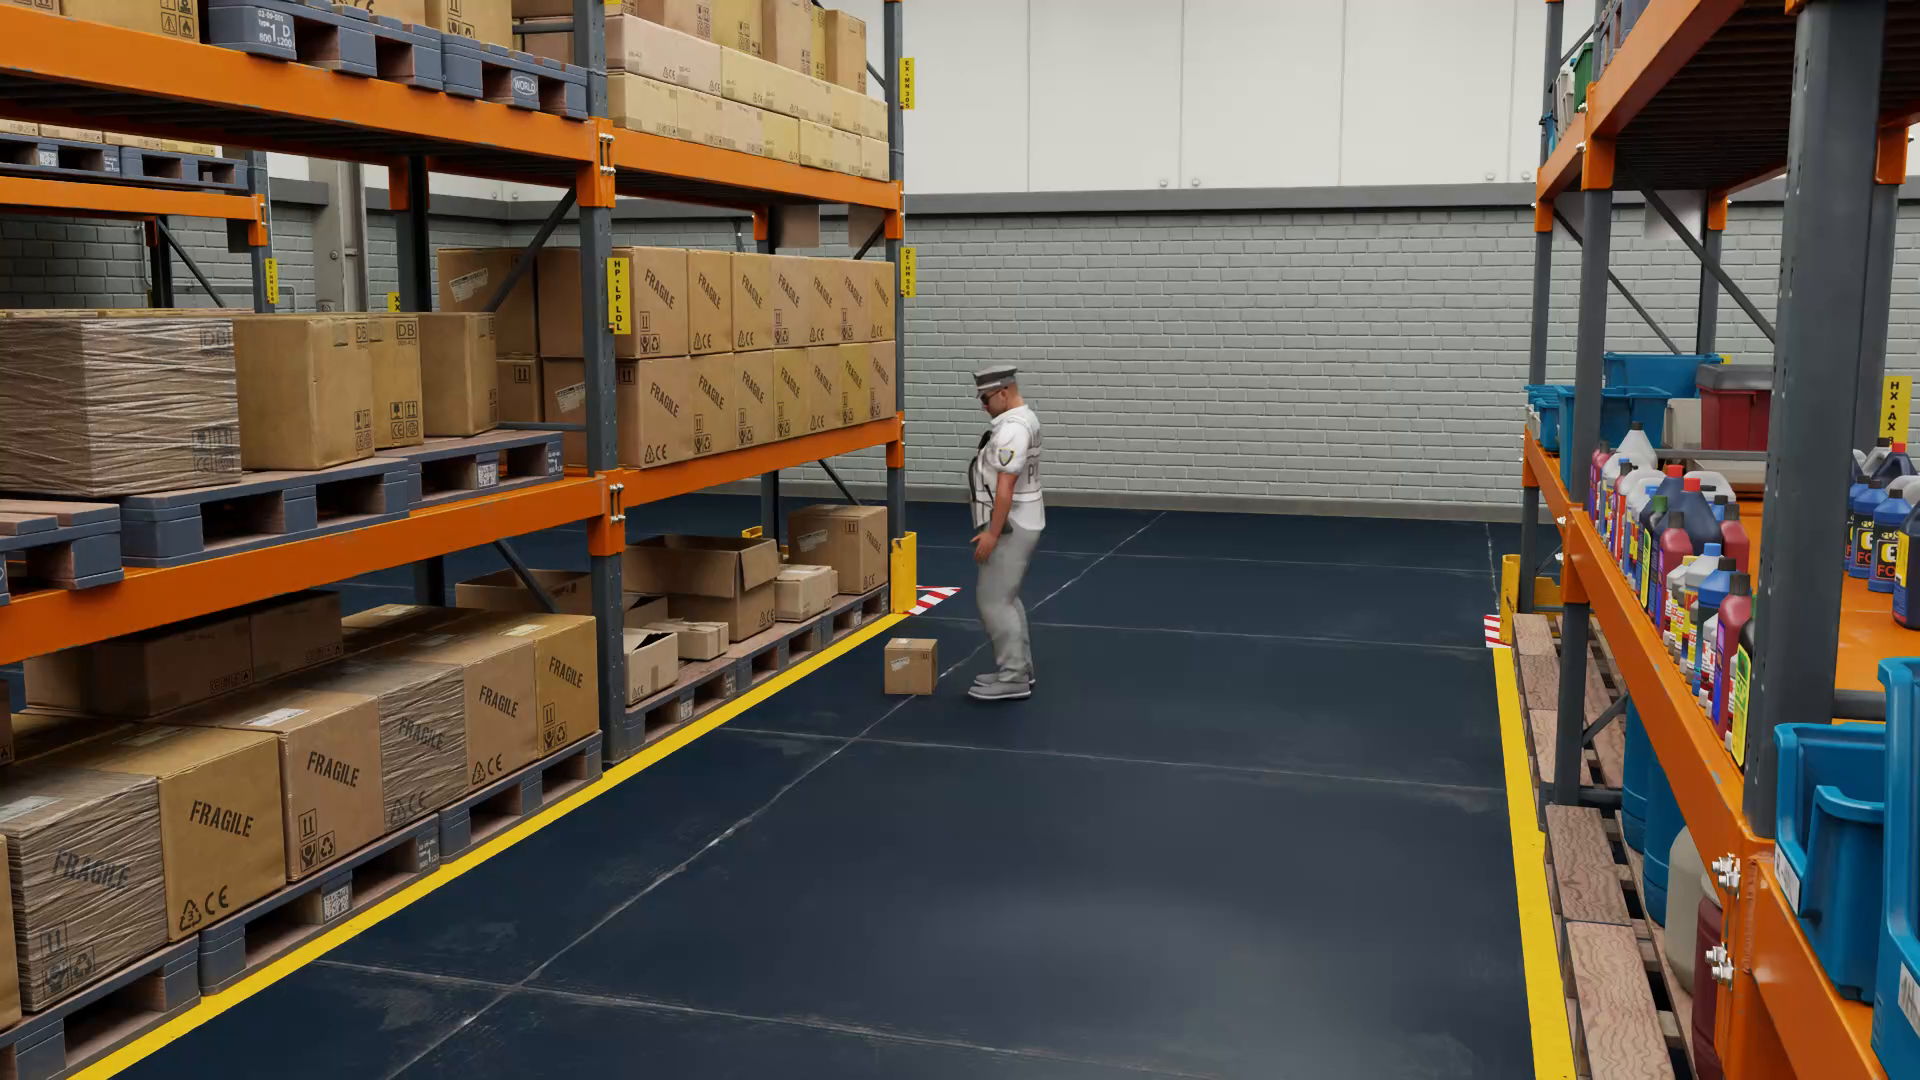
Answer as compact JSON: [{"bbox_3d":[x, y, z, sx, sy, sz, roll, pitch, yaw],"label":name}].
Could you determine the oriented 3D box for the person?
[{"bbox_3d":[0.247,-0.041,8.684,0.388,1.734,0.535,1,8,8],"label":"person"}]
